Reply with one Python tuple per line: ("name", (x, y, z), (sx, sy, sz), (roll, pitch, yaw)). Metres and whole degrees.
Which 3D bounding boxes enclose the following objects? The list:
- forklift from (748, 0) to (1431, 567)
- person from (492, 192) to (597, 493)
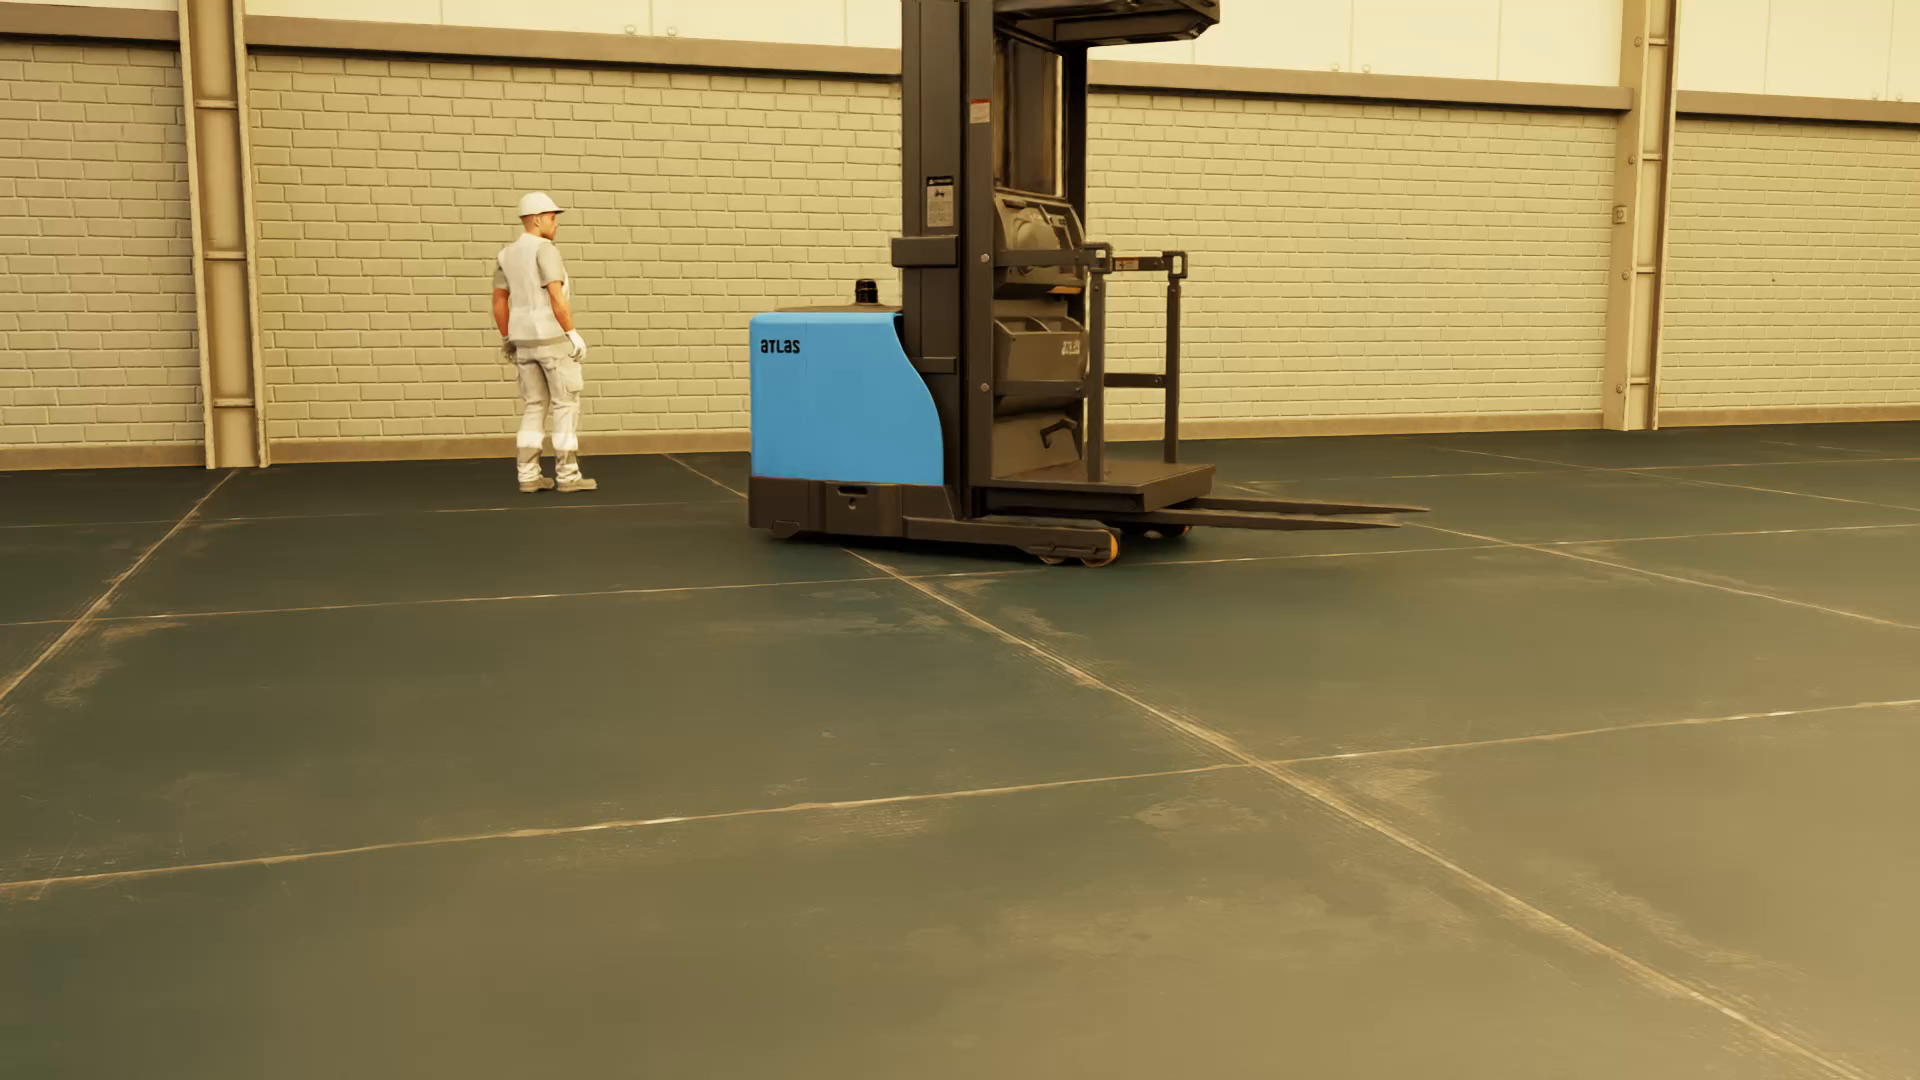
("forklift", (0.552, -1.417, 7.466), (3.031, 2.935, 1.130), (4, 9, 26))
("person", (-2.477, -1.185, 10.022), (0.705, 1.788, 0.426), (5, 9, 32))
